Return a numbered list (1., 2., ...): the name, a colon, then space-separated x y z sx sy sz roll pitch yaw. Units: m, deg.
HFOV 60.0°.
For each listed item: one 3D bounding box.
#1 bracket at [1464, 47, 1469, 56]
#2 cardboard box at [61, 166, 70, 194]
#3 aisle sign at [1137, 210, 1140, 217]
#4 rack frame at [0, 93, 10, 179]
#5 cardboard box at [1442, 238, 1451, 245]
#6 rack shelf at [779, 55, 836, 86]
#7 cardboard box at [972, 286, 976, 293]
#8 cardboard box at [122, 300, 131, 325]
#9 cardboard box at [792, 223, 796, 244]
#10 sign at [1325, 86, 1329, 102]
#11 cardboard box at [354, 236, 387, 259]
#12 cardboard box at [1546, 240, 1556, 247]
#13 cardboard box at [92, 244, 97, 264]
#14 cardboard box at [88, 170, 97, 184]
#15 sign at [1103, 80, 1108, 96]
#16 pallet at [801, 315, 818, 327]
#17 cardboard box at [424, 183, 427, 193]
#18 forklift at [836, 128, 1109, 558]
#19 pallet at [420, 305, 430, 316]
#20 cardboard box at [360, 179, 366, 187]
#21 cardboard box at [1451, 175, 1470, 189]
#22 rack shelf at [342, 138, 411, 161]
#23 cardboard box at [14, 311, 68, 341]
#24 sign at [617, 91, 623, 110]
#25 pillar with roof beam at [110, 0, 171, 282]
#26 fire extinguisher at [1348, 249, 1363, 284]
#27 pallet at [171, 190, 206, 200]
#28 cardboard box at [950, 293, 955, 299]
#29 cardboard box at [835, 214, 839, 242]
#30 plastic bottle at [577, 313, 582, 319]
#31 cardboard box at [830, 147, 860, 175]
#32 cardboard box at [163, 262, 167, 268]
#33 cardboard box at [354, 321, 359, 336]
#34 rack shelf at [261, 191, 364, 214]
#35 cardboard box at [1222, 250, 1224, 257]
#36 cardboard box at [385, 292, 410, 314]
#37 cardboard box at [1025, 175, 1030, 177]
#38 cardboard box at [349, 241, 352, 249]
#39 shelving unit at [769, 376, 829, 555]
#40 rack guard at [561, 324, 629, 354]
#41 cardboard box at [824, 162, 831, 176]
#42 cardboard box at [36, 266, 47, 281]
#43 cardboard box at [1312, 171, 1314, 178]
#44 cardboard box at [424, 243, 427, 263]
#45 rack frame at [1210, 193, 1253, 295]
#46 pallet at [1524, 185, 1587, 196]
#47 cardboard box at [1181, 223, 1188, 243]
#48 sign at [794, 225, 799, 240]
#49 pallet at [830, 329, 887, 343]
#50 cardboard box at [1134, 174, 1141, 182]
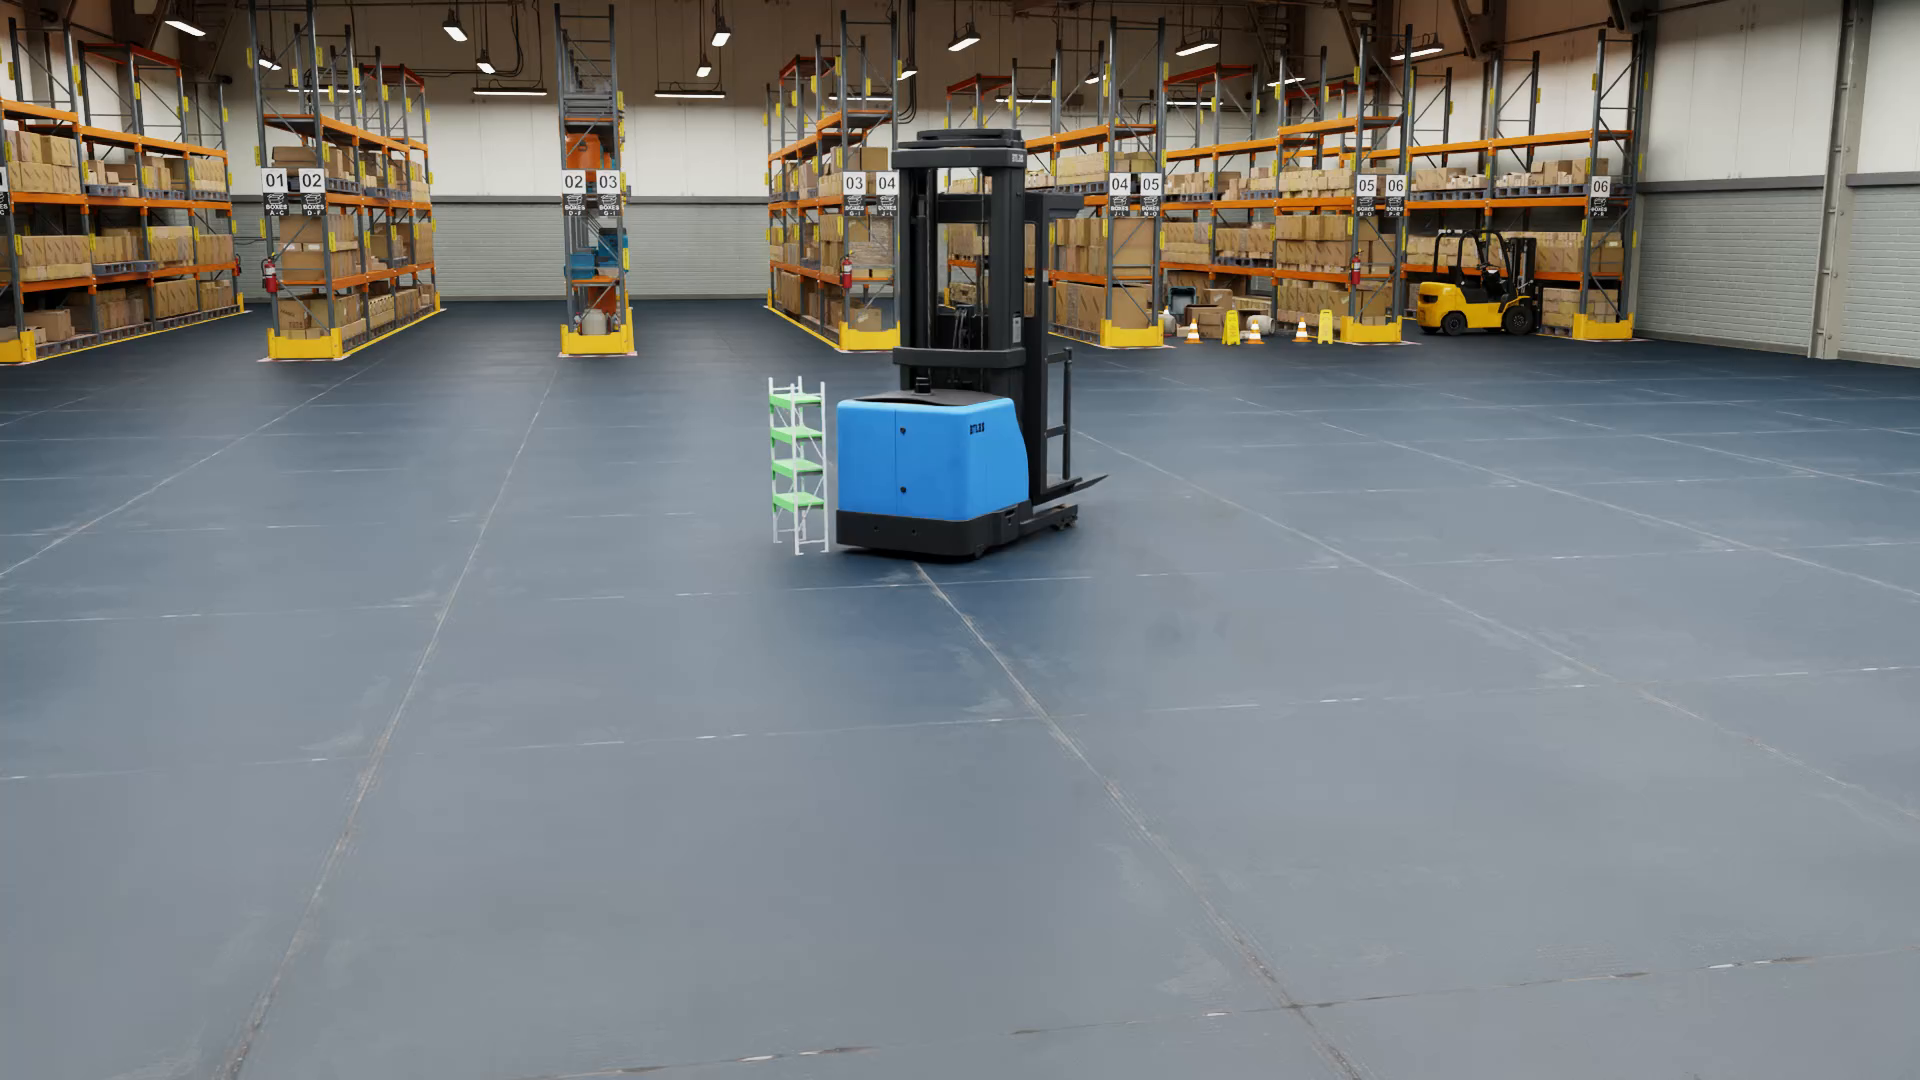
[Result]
1. bracket: 12.114 -11.587 39.382 0.235 0.232 0.430 -2 11 -11
2. cardboard box: -16.555 -6.555 30.272 0.500 0.500 0.500 -3 11 -16
3. aisle sign: 5.272 -9.603 47.674 0.394 0.787 0.004 -2 11 -11
4. rack frame: -16.204 -7.413 27.078 1.000 3.000 0.127 -2 11 -11
5. cardboard box: 11.494 -6.983 38.861 0.380 0.149 0.250 -2 11 -13
6. rack shelf: -3.572 -11.067 39.309 1.077 0.370 4.000 -2 11 -11
7. cardboard box: 0.510 -6.568 43.595 0.380 0.149 0.250 -2 11 -10
8. cardboard box: -17.582 -4.693 34.337 0.700 0.500 0.500 -2 11 -11
9. cardboard box: -3.707 -7.506 40.660 0.797 0.503 0.637 -2 11 -10
10. sign: 7.851 -9.562 35.656 0.100 0.325 0.005 -2 11 -11
11. cardboard box: -13.134 -6.481 36.834 0.700 0.500 0.500 -6 12 -30
12. cardboard box: 12.415 -6.158 34.525 0.380 0.149 0.250 -2 11 -13
13. cardboard box: -17.047 -5.560 31.939 0.700 0.500 0.500 -2 11 -11
14. cardboard box: -17.129 -7.052 32.317 0.500 0.311 0.500 -2 11 -9
15. sign: 3.029 -9.401 34.602 0.100 0.325 0.005 -2 11 -11
16. pallet: -3.033 -4.960 37.694 1.003 0.211 1.213 -2 11 -11
17. cardboard box: -14.009 -9.050 42.765 0.500 0.250 0.500 -2 11 -11
18. forklift: 0.252 -1.551 12.504 1.130 2.935 3.031 6 12 27
19. pallet: -14.052 -5.828 42.253 1.003 0.211 1.213 -2 11 -11
20. cardboard box: -12.435 -7.340 33.991 0.500 0.250 0.500 -3 11 -16
21. cardboard box: 11.655 -8.232 38.247 0.500 0.311 0.500 -3 11 -13
22. rack shelf: -13.290 -8.878 37.768 1.077 0.370 4.000 -2 11 -11
23. cardboard box: -16.454 -3.825 29.781 0.700 0.500 0.500 -3 11 -15
24. sign: -5.945 -7.690 29.091 0.100 0.325 0.005 -2 11 -11
25. pillar with roof beam: -15.299 -9.868 39.973 9.100 9.000 0.548 -2 11 -11
26. fire extinguisher: 7.664 -5.291 32.180 0.296 0.674 0.183 -2 11 -11
27. pallet: -18.686 -8.247 39.720 1.003 0.211 1.213 -2 11 -11
28. cardboard box: -0.066 -6.801 46.407 0.380 0.149 0.250 -2 11 -10
29. cardboard box: -2.080 -5.876 31.310 0.500 0.500 0.500 -2 11 -11
30. plastic bottle: -7.477 -4.277 32.553 0.144 0.351 0.185 -3 11 -13
31. cardboard box: -2.177 -7.196 31.559 0.500 0.500 0.500 -2 11 -11
32. cardboard box: -17.874 -6.123 36.965 0.380 0.149 0.250 -2 11 -10
33. cardboard box: -11.619 -3.976 31.293 0.500 0.250 0.500 -2 11 -11
34. rack shelf: -11.734 -6.134 30.303 1.077 0.370 4.000 -2 11 -11
35. cardboard box: 6.440 -6.798 39.437 0.380 0.149 0.250 -3 11 -15
36. cardboard box: -13.016 -5.480 38.473 0.500 0.500 0.500 -3 11 -13
37. cardboard box: 1.627 -8.180 37.977 0.500 0.311 0.500 -2 11 -11
38. cardboard box: -11.709 -5.565 31.408 0.380 0.149 0.250 -2 11 -11
39. shelving unit: -1.145 -0.536 11.796 0.258 1.200 0.503 -5 12 -24
40. rack guard: -6.547 -3.611 29.829 1.175 0.500 0.348 -2 11 -11
41. cardboard box: -2.400 -7.560 34.475 0.797 0.503 0.637 -3 11 -14
42. cardboard box: -16.102 -4.598 28.679 0.500 0.250 0.500 -2 11 -13
43. cardboard box: 7.440 -7.491 34.046 0.380 0.149 0.250 -2 11 -10
44. cardboard box: -13.809 -7.279 42.151 0.500 0.500 0.500 -2 11 -12
45. rack frame: 6.537 -6.834 40.080 1.000 3.000 0.127 -2 11 -11
46. pallet: 12.609 -7.333 34.915 1.003 0.211 1.213 -2 11 -11
47. cardboard box: 5.891 -7.738 41.887 0.500 0.500 0.500 -2 11 -12
48. sign: -3.727 -7.022 37.969 0.100 0.325 0.005 -2 11 -11
49. pallet: -1.999 -4.024 32.774 1.003 0.211 1.213 -2 11 -11
50. cardboard box: 3.505 -6.848 31.414 0.380 0.149 0.250 -2 11 -11
